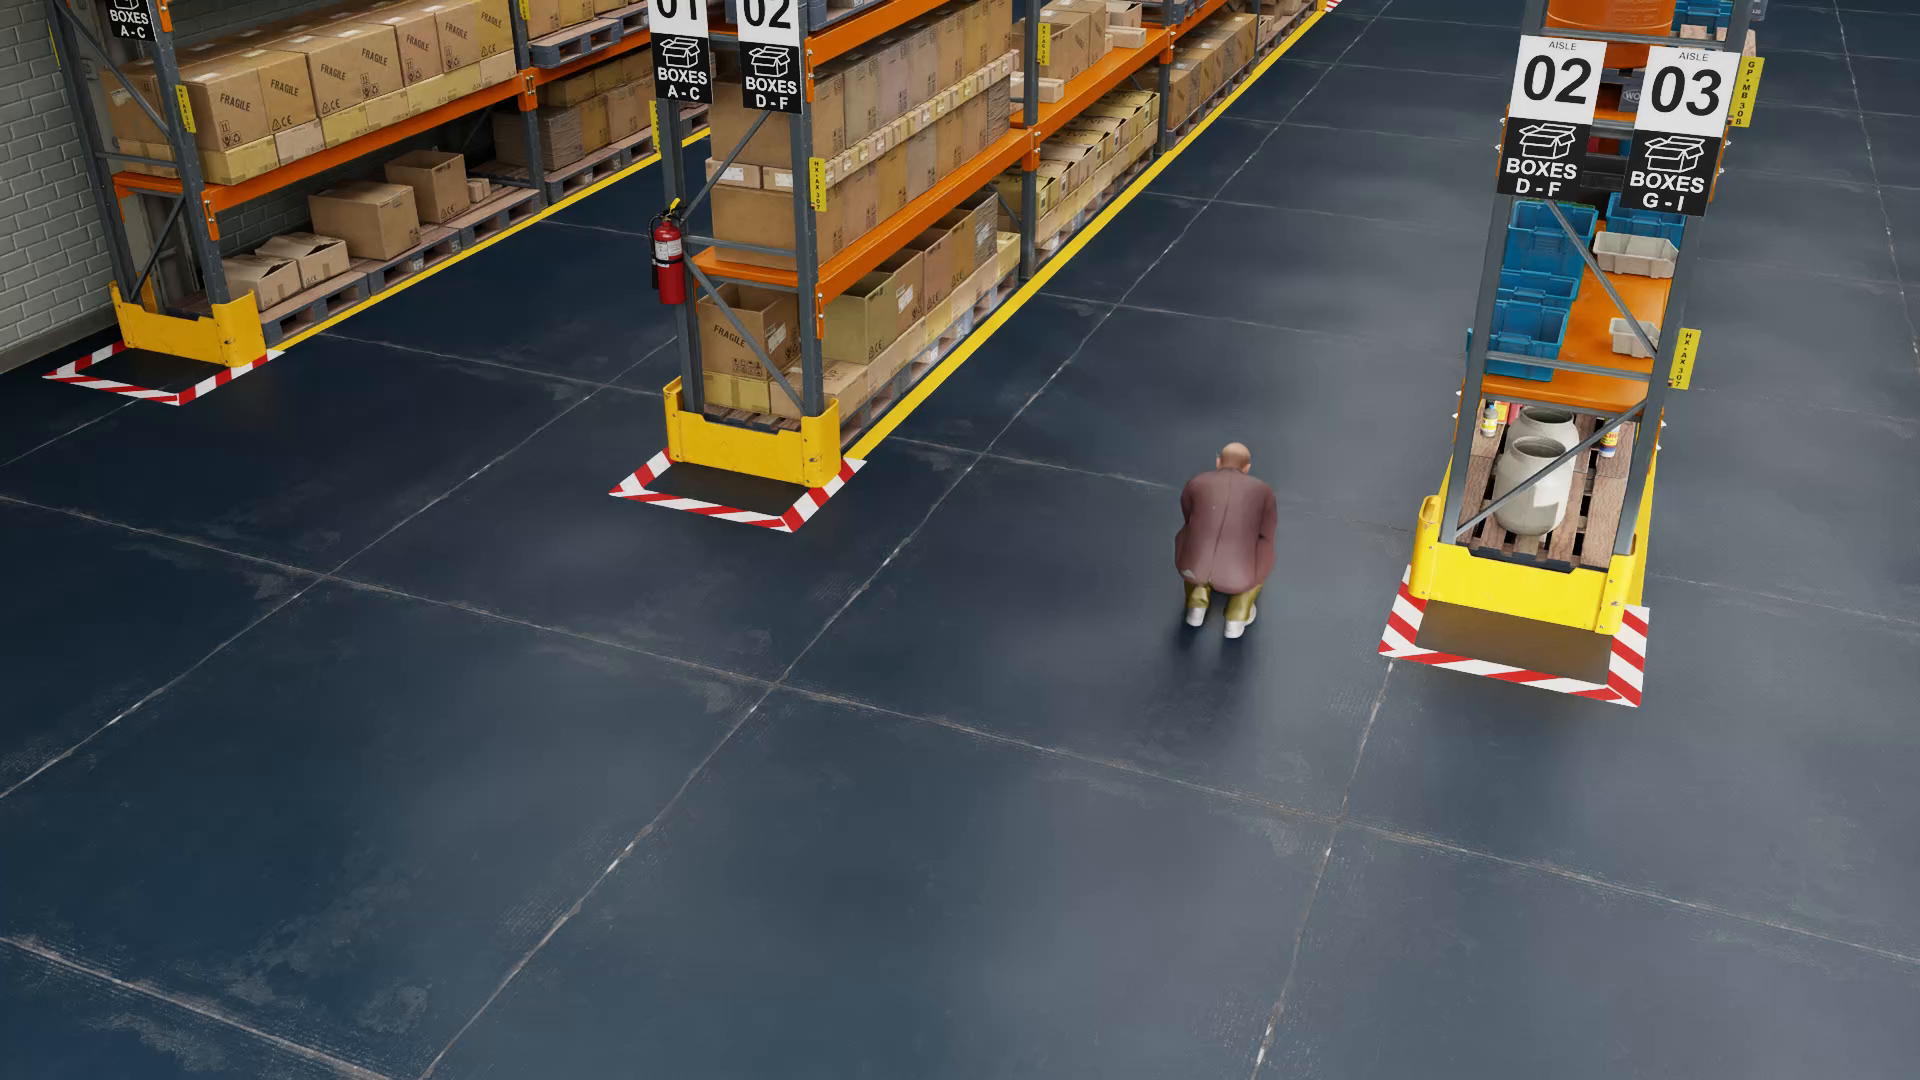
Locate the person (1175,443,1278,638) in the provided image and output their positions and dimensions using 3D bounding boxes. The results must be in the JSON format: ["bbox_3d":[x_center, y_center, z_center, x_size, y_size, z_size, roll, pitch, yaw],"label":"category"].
[{"bbox_3d":[1.495,0.029,9.356,0.603,0.818,0.899,11,31,19],"label":"person"}]
